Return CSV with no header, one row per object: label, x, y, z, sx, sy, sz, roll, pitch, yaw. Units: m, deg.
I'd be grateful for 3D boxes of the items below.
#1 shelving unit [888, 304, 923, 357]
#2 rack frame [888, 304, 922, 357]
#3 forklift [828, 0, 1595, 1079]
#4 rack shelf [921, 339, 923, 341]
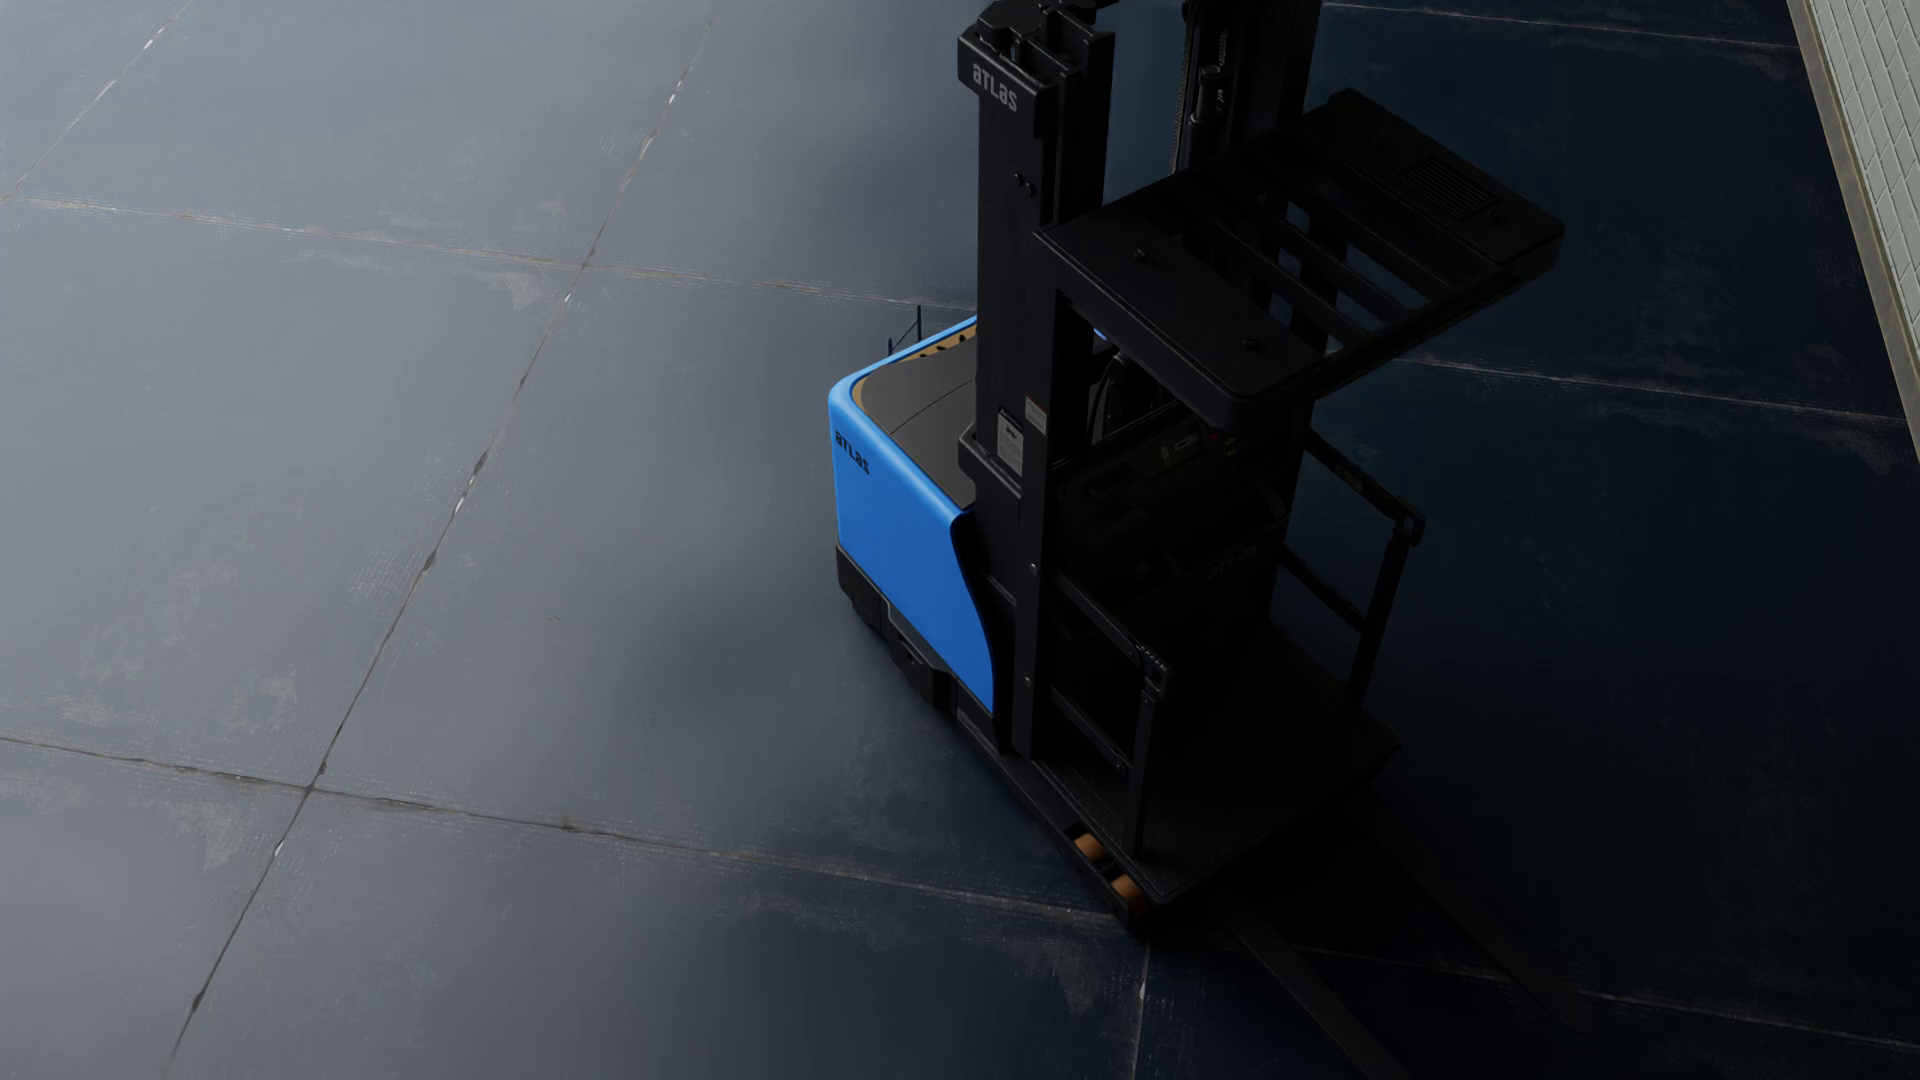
shelving unit,-0.119,-0.482,6.550,0.210,0.900,0.258,22,52,19
rack frame,-0.208,-0.518,6.583,0.006,0.900,0.240,22,52,19
forklift,0.793,-0.116,4.856,1.130,2.935,3.031,-28,54,-23
rack shelf,-0.119,-0.640,6.374,0.200,0.077,0.258,22,52,19
